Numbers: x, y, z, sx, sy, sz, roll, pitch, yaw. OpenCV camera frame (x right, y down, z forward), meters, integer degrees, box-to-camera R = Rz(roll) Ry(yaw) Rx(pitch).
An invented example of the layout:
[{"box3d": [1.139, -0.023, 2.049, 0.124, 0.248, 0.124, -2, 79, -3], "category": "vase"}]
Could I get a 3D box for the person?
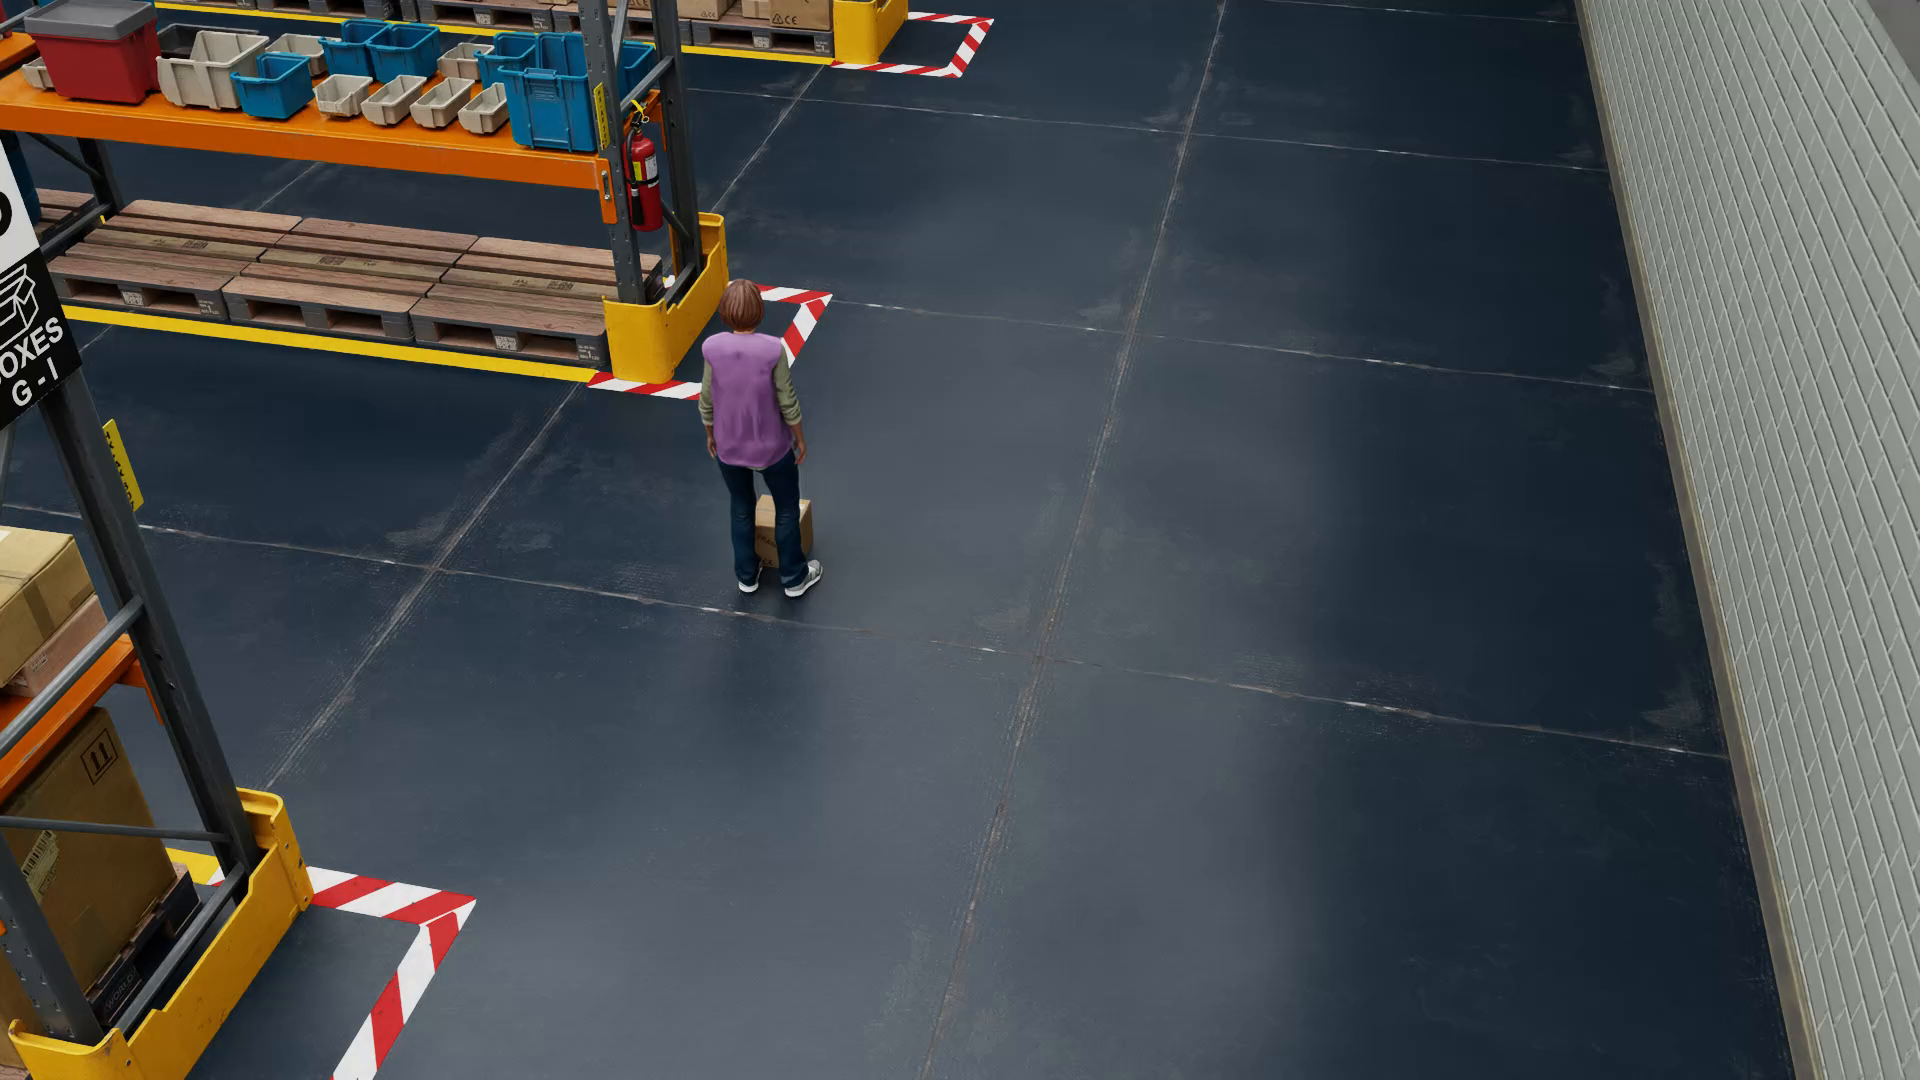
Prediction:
[{"box3d": [-0.924, -0.429, 7.538, 0.485, 1.594, 0.341, 6, 37, 7], "category": "person"}]
